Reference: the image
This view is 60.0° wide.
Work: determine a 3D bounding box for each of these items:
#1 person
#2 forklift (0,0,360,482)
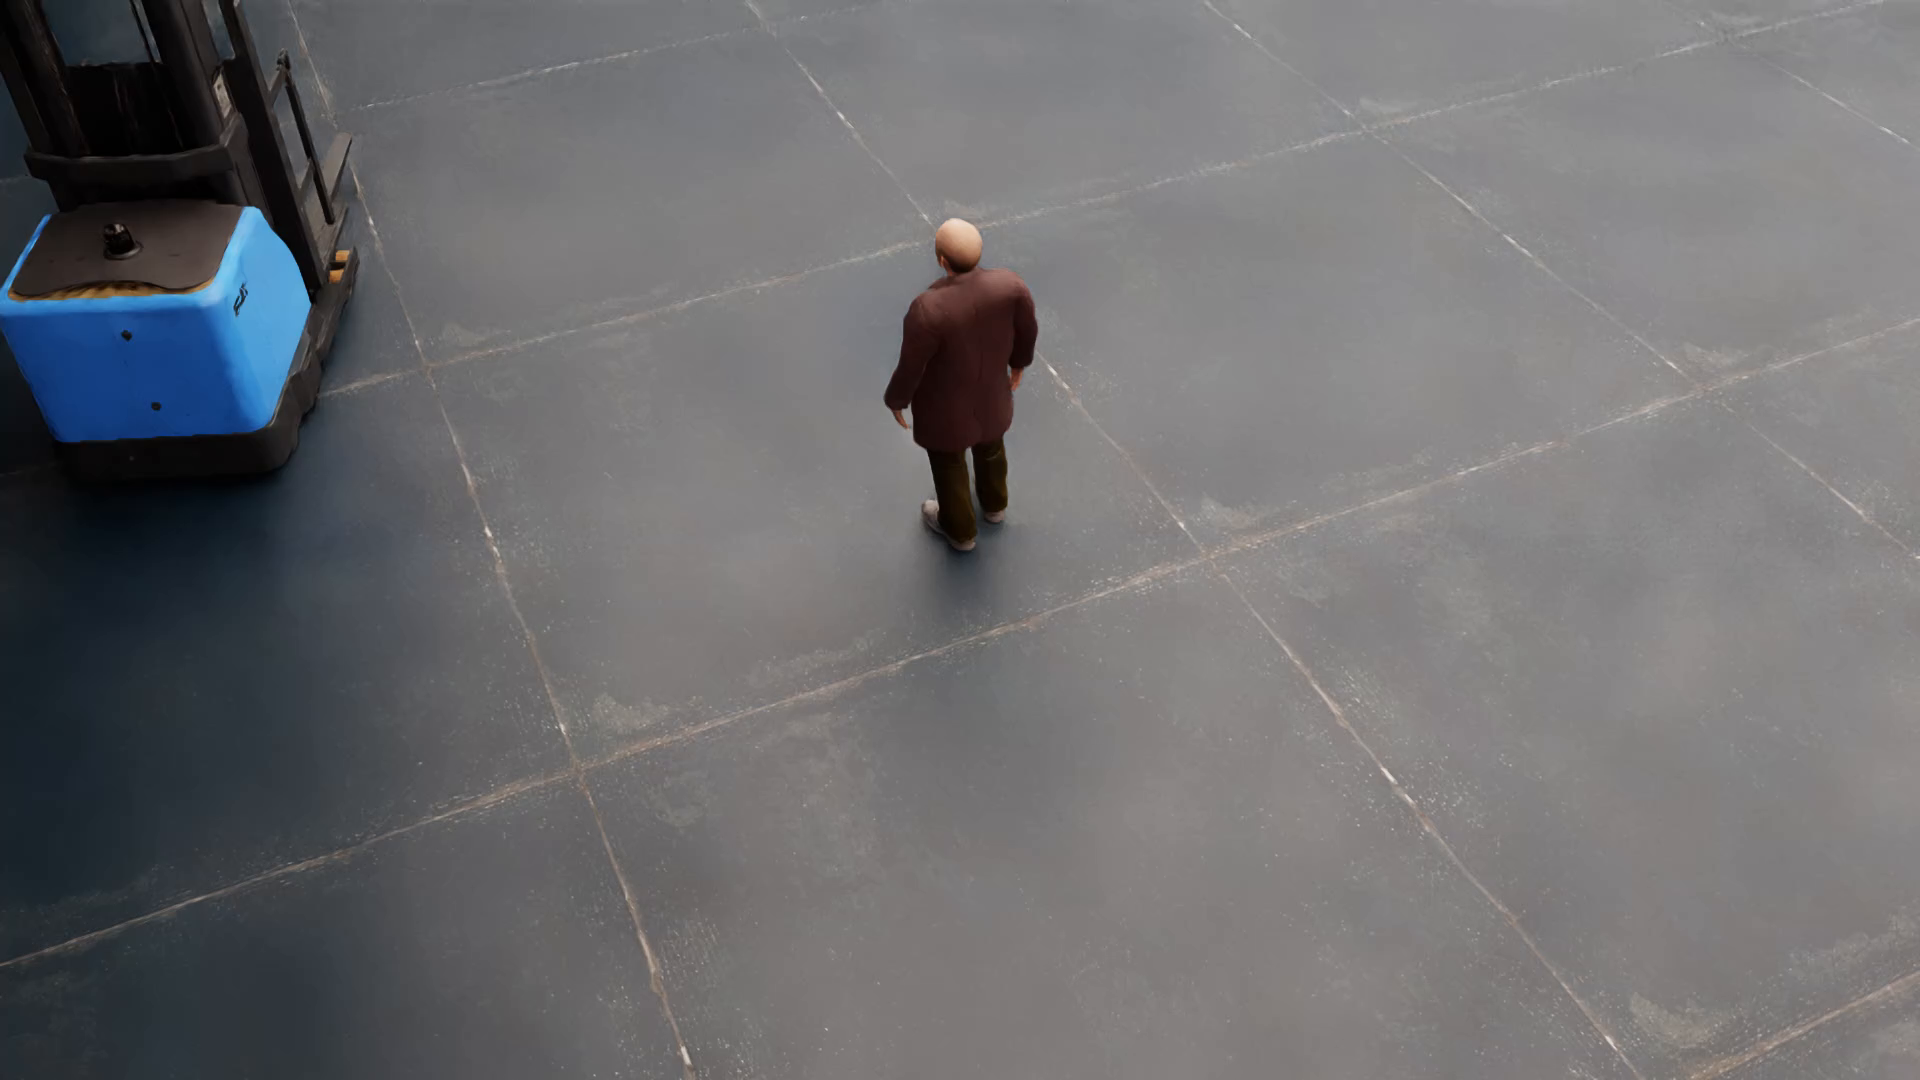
[{"bbox_3d":[-0.034,-0.713,7.279,0.694,1.776,0.580,-18,46,-18],"label":"person"},{"bbox_3d":[-3.937,-2.351,8.200,1.130,2.935,3.031,-3,43,-4],"label":"forklift"}]
